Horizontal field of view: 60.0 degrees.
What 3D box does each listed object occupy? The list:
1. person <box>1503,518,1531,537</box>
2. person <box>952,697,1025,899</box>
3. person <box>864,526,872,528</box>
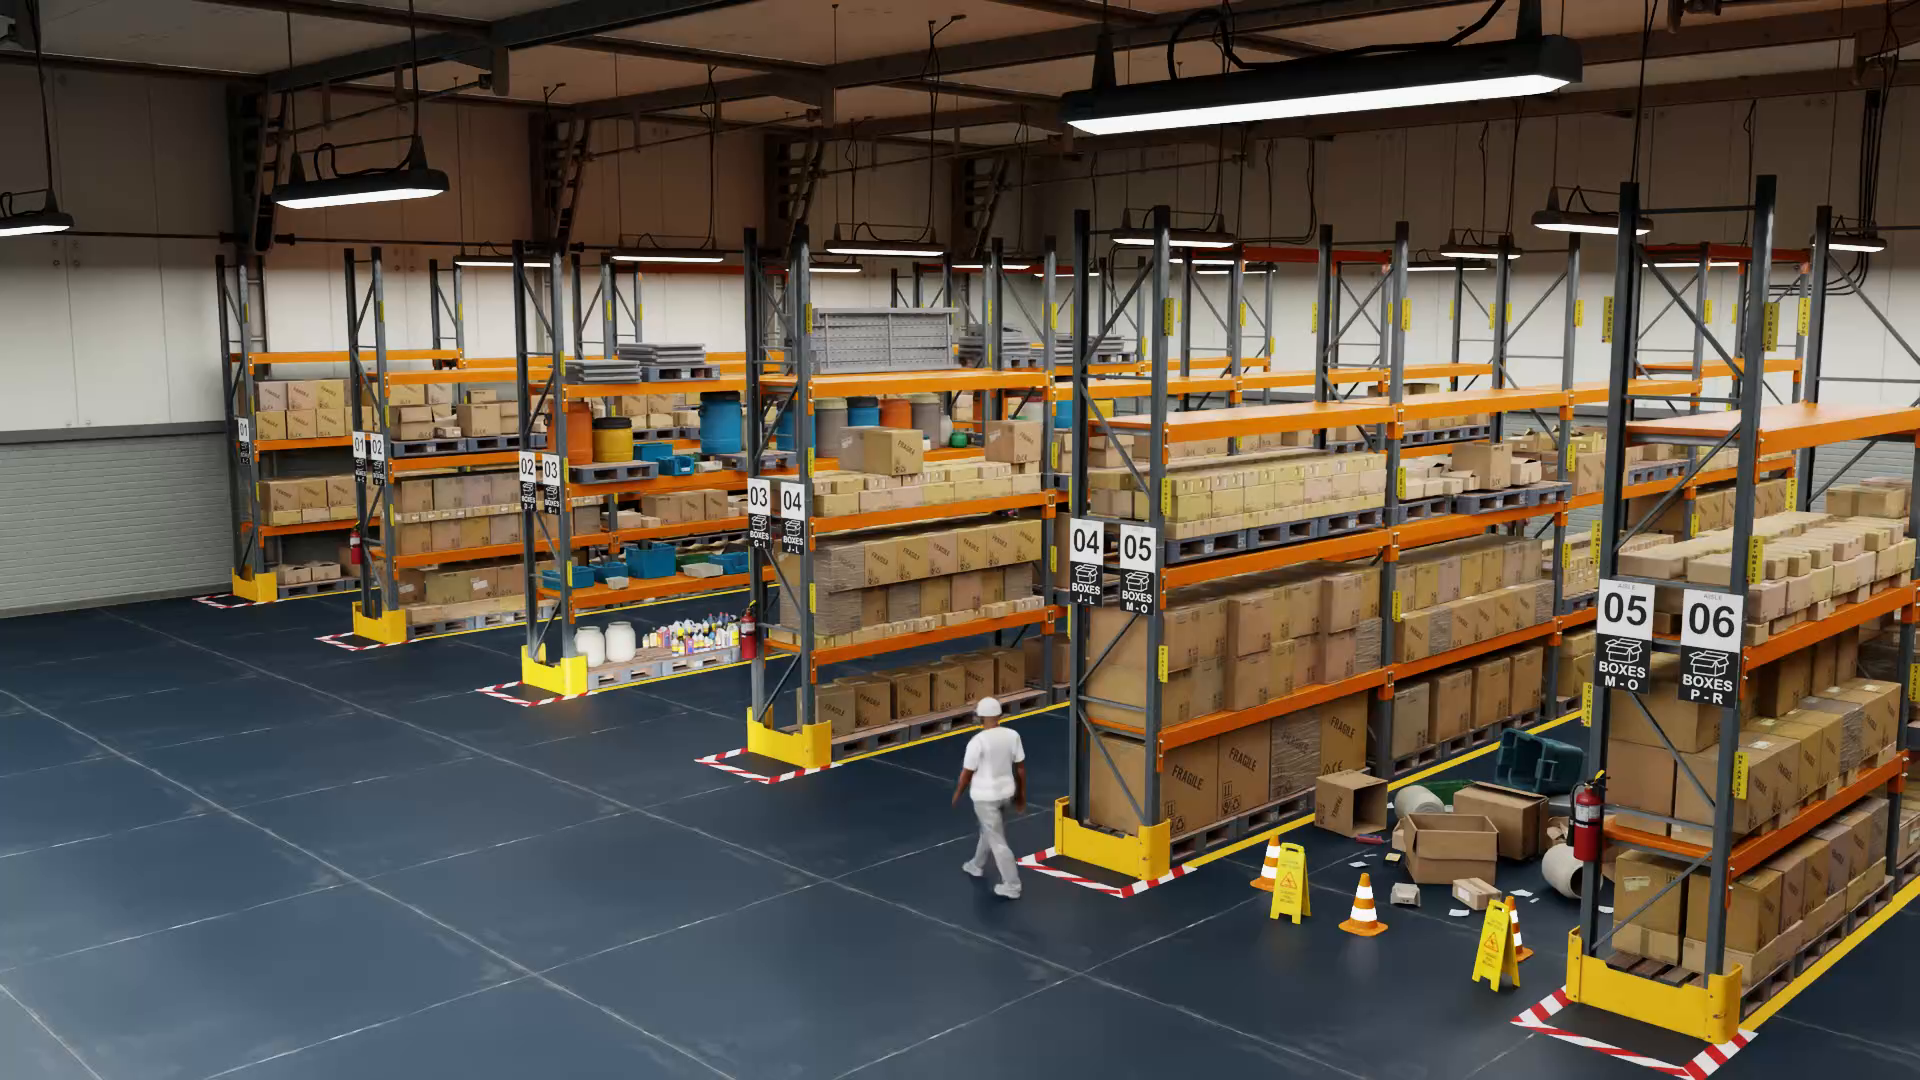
[{"bbox_3d":[11.346,-0.493,33.856,0.608,1.794,0.603,4,9,26],"label":"person"},{"bbox_3d":[0.209,2.225,14.640,0.920,1.722,0.574,8,11,43],"label":"person"},{"bbox_3d":[-1.319,0.622,24.465,0.494,1.665,0.556,5,10,32],"label":"person"}]
